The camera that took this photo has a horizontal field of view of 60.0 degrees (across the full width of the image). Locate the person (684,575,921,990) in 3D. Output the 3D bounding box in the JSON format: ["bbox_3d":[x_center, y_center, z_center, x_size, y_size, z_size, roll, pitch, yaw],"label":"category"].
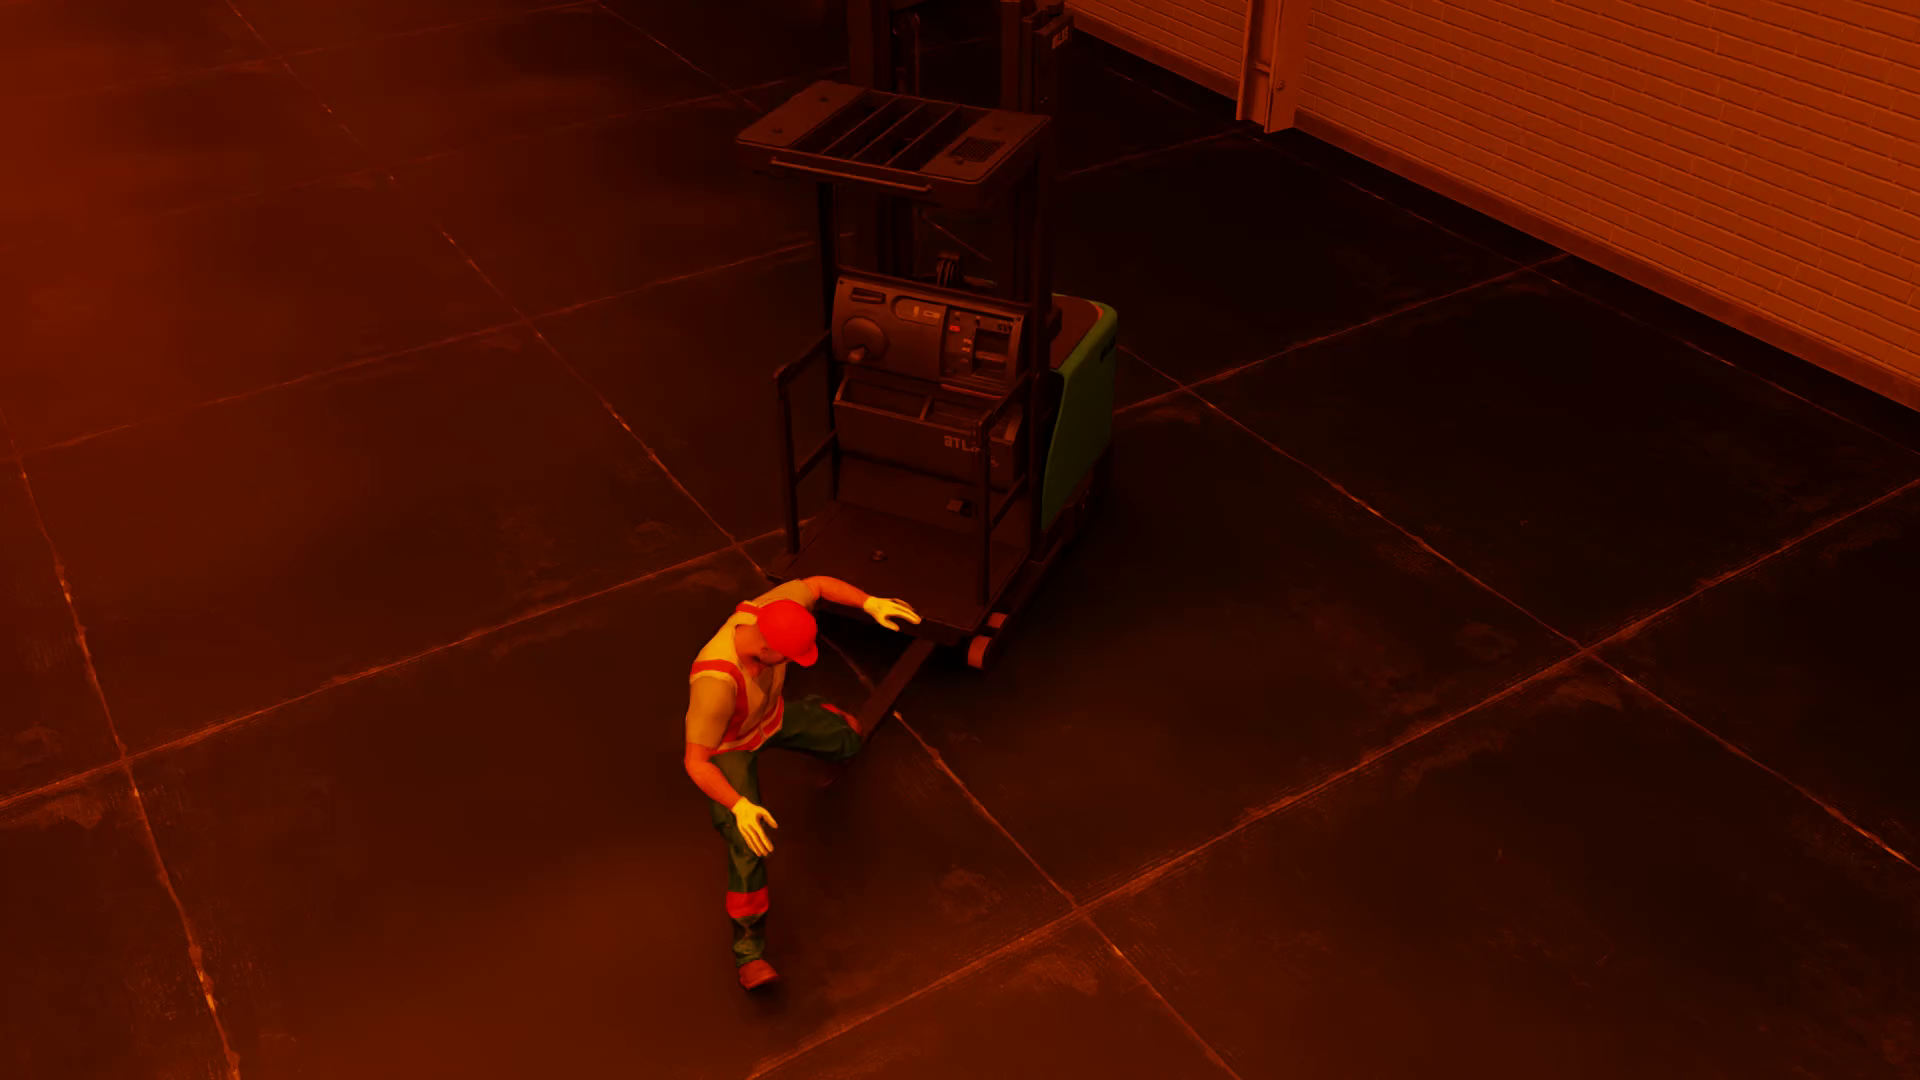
[{"bbox_3d":[-0.671,0.768,6.376,0.905,1.433,1.272,25,42,31],"label":"person"}]

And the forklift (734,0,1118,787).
[{"bbox_3d":[-0.239,-0.871,7.387,1.130,2.935,3.031,14,38,20],"label":"forklift"}]
